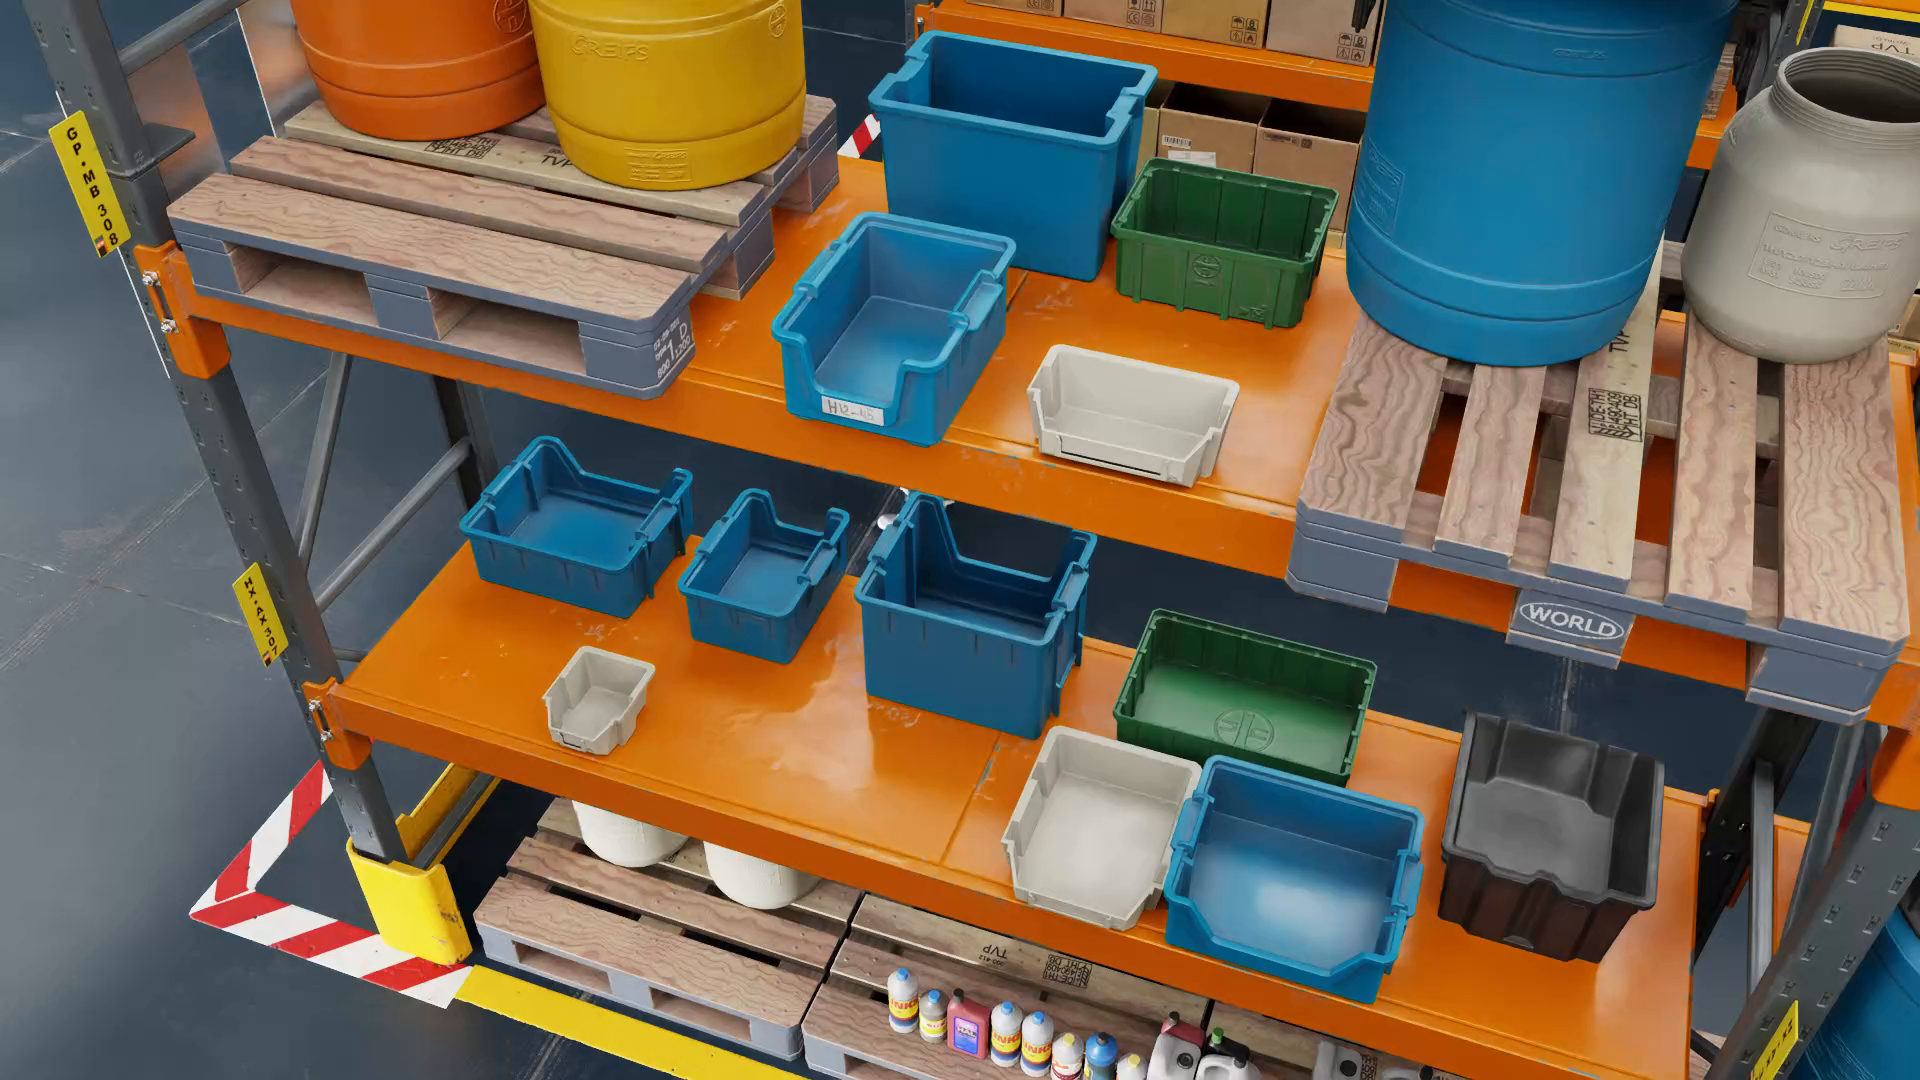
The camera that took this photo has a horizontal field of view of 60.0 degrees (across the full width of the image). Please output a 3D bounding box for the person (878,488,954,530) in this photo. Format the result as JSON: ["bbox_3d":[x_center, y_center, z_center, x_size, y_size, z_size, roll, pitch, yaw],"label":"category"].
[{"bbox_3d":[-0.195,-0.701,6.937,0.397,1.603,0.444,13,44,14],"label":"person"}]
